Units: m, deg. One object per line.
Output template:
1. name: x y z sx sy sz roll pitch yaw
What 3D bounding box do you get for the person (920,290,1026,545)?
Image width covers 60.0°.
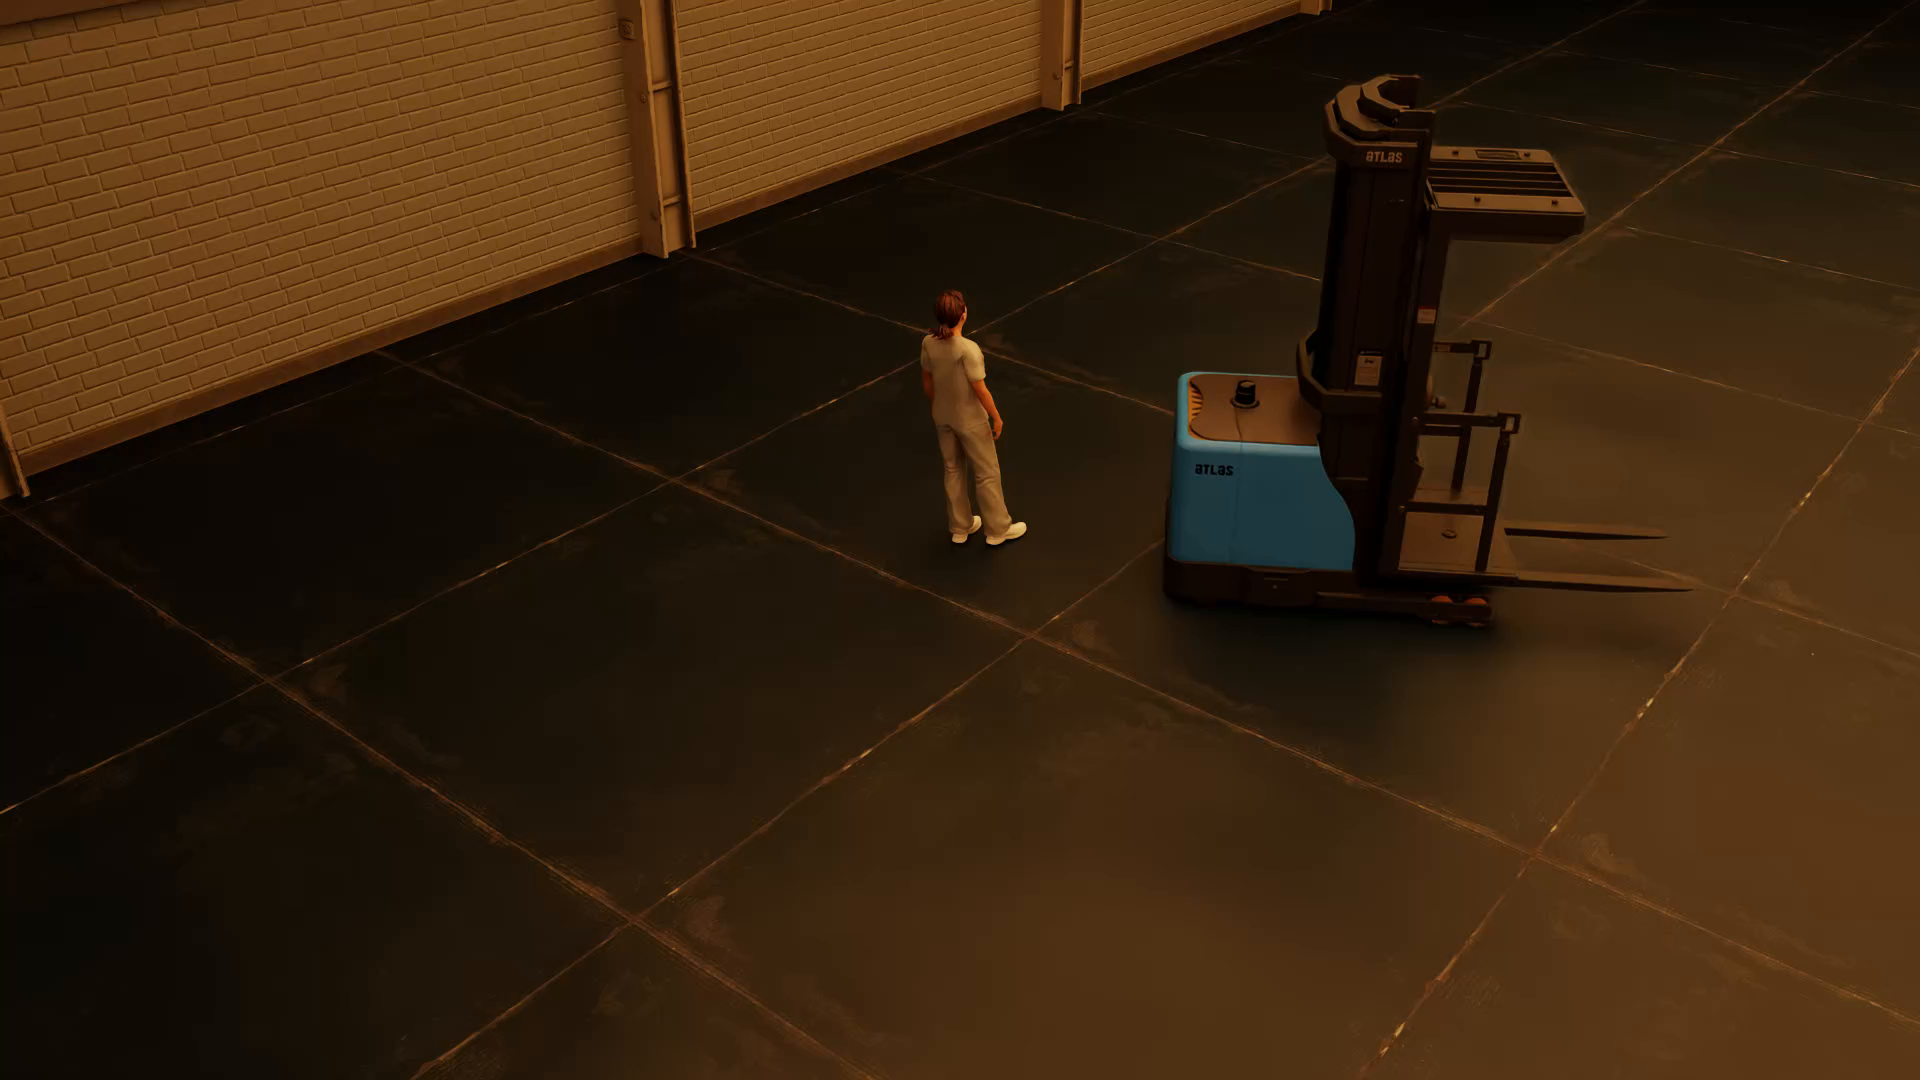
1. person: 0.056 -0.754 10.116 0.550 1.675 0.549 22 37 33

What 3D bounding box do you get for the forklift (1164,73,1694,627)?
1. forklift: 2.766 -1.047 9.387 3.031 2.935 1.130 3 30 6
